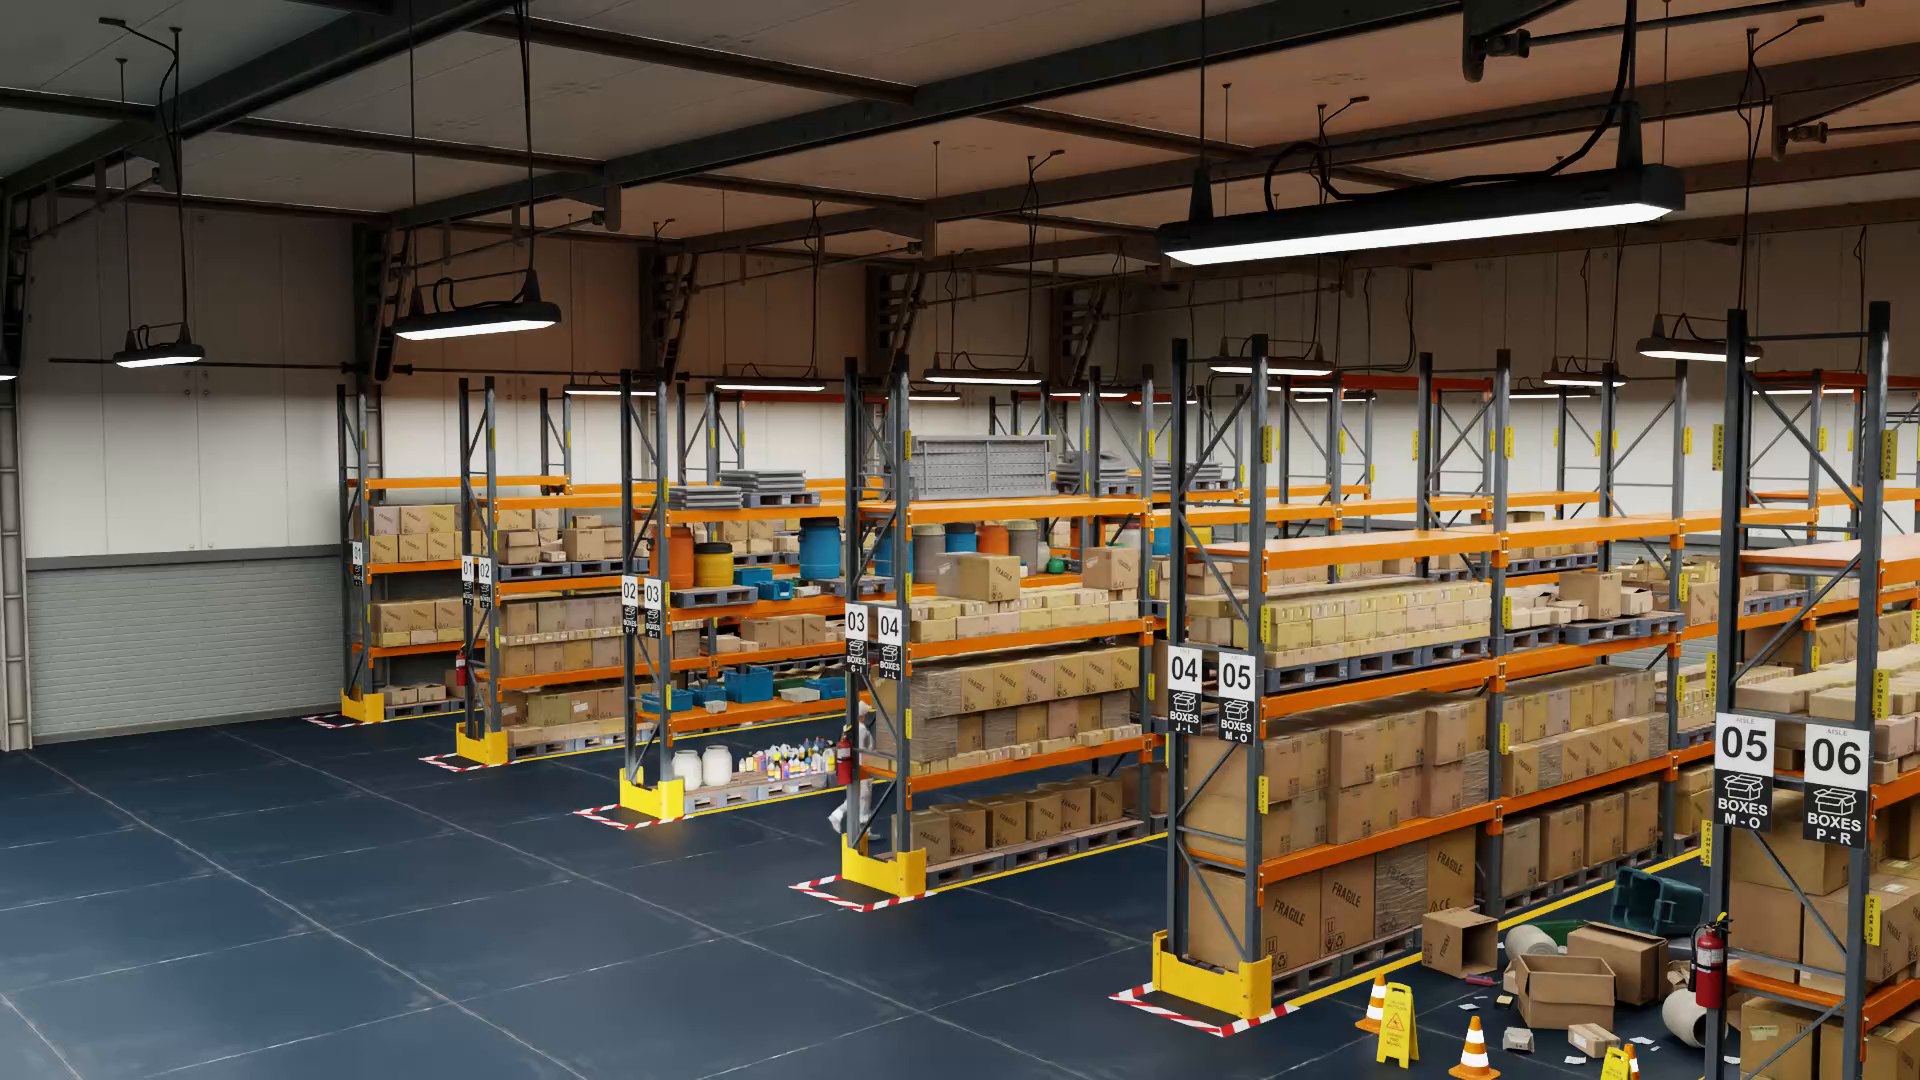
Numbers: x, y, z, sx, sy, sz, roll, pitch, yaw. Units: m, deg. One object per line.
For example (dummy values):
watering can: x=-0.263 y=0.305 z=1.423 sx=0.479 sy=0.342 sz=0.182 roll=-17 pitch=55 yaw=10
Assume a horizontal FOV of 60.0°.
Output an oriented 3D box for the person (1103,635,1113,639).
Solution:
person: x=3.555 y=1.707 z=39.438 sx=0.562 sy=1.713 sz=0.497 roll=-3 pitch=5 yaw=-36

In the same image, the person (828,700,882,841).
person: x=-1.316 y=2.894 z=20.851 sx=0.668 sy=1.782 sz=0.532 roll=0 pitch=4 yaw=-7
